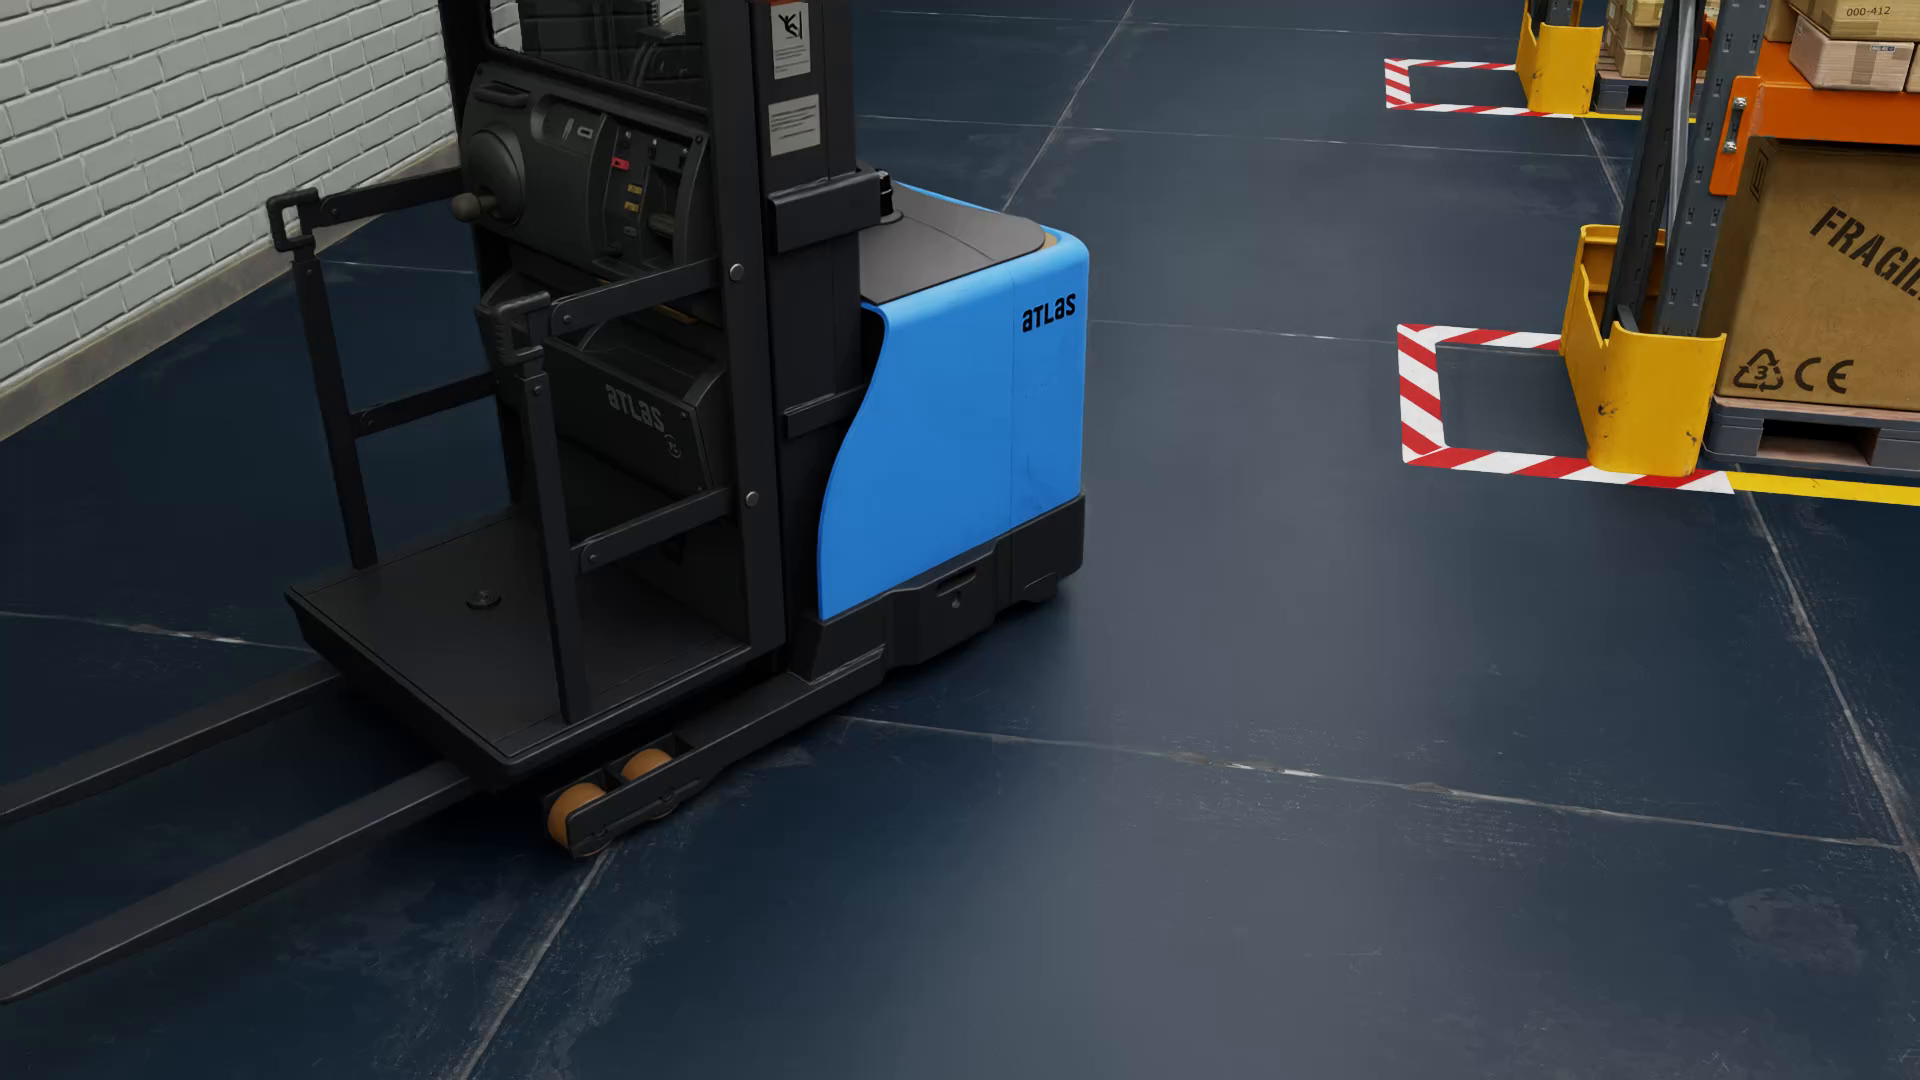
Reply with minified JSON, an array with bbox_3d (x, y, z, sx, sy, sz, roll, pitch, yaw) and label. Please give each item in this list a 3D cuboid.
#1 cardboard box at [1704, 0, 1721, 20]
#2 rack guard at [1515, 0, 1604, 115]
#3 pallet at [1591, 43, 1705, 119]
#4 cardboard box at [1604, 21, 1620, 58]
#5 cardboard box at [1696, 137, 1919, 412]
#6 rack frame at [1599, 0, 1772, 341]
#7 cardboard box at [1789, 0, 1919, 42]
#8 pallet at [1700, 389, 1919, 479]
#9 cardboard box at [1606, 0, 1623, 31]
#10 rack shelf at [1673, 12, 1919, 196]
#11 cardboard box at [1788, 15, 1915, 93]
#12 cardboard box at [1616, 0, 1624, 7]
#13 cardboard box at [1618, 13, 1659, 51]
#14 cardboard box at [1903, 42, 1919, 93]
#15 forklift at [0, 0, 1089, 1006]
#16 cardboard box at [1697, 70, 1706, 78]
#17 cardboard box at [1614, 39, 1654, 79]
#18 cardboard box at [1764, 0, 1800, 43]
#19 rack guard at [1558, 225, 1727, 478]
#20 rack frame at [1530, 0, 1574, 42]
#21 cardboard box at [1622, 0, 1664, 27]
[{"bbox_3d":[4.342,-3.140,9.775,0.250,0.149,0.380,6,29,11],"label":"cardboard box"},{"bbox_3d":[3.680,-3.025,10.255,0.348,0.500,1.175,6,29,11],"label":"rack guard"},{"bbox_3d":[4.467,-2.800,10.145,1.213,0.211,1.003,6,29,11],"label":"pallet"},{"bbox_3d":[4.164,-3.108,10.335,0.250,0.149,0.380,6,29,11],"label":"cardboard box"},{"bbox_3d":[3.114,-1.035,5.793,0.875,0.875,0.875,6,29,11],"label":"cardboard box"},{"bbox_3d":[2.471,-1.810,5.432,0.127,3.000,1.000,6,29,11],"label":"rack frame"},{"bbox_3d":[2.884,-1.700,5.077,0.500,0.250,0.500,5,29,9],"label":"cardboard box"},{"bbox_3d":[3.270,-0.543,6.022,1.213,0.211,1.003,6,29,11],"label":"pallet"},{"bbox_3d":[4.182,-3.274,10.329,0.250,0.149,0.380,5,29,9],"label":"cardboard box"},{"bbox_3d":[4.427,-1.294,5.239,4.000,0.370,1.077,6,29,11],"label":"rack shelf"},{"bbox_3d":[2.750,-1.509,5.144,0.250,0.149,0.380,6,29,11],"label":"cardboard box"},{"bbox_3d":[4.177,-3.390,10.230,0.250,0.149,0.380,6,29,11],"label":"cardboard box"},{"bbox_3d":[4.065,-3.020,9.864,0.250,0.149,0.380,7,29,13],"label":"cardboard box"},{"bbox_3d":[3.001,-1.484,5.099,0.250,0.149,0.380,5,29,10],"label":"cardboard box"},{"bbox_3d":[-1.030,-0.826,3.707,3.031,2.935,1.130,-26,38,-38],"label":"forklift"},{"bbox_3d":[4.325,-2.872,9.904,0.250,0.149,0.380,6,29,10],"label":"cardboard box"},{"bbox_3d":[4.051,-2.860,9.882,0.250,0.149,0.380,6,29,12],"label":"cardboard box"},{"bbox_3d":[2.888,-1.819,5.710,0.250,0.149,0.380,6,29,12],"label":"cardboard box"},{"bbox_3d":[2.448,-0.716,6.037,0.348,0.500,1.175,6,29,11],"label":"rack guard"},{"bbox_3d":[3.606,-4.129,9.668,0.127,3.000,1.000,6,29,11],"label":"rack frame"},{"bbox_3d":[4.047,-3.112,9.722,0.250,0.149,0.380,5,29,8],"label":"cardboard box"}]
